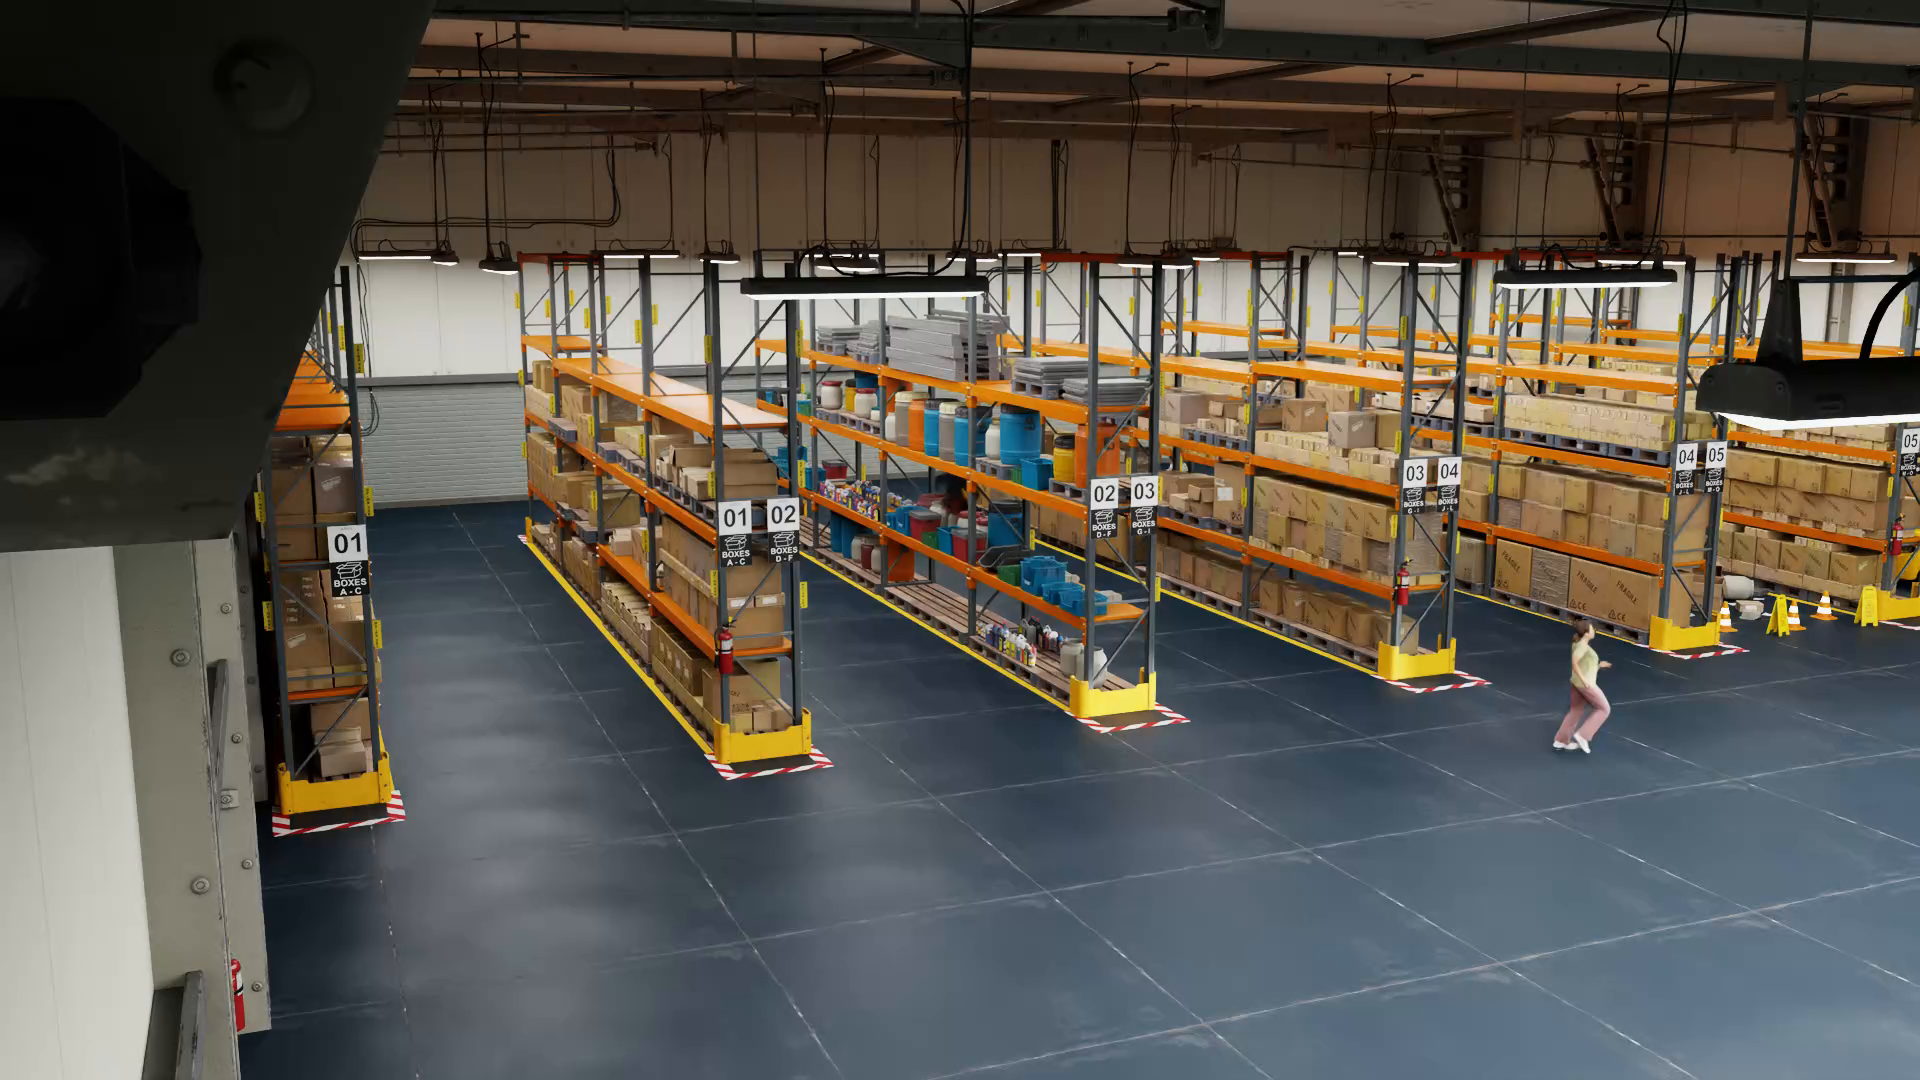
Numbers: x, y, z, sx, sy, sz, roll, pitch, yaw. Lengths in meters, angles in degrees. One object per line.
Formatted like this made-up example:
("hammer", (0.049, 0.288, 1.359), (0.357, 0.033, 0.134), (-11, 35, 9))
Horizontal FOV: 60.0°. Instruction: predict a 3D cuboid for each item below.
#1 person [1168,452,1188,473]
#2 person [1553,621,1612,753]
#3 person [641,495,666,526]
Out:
("person", (4.855, -1.158, 36.834), (0.560, 1.621, 0.581), (-4, 11, -22))
("person", (7.698, 1.807, 20.511), (0.656, 1.659, 0.549), (0, 10, -2))
("person", (-6.464, -0.822, 34.863), (0.616, 1.745, 0.681), (-5, 12, -27))
